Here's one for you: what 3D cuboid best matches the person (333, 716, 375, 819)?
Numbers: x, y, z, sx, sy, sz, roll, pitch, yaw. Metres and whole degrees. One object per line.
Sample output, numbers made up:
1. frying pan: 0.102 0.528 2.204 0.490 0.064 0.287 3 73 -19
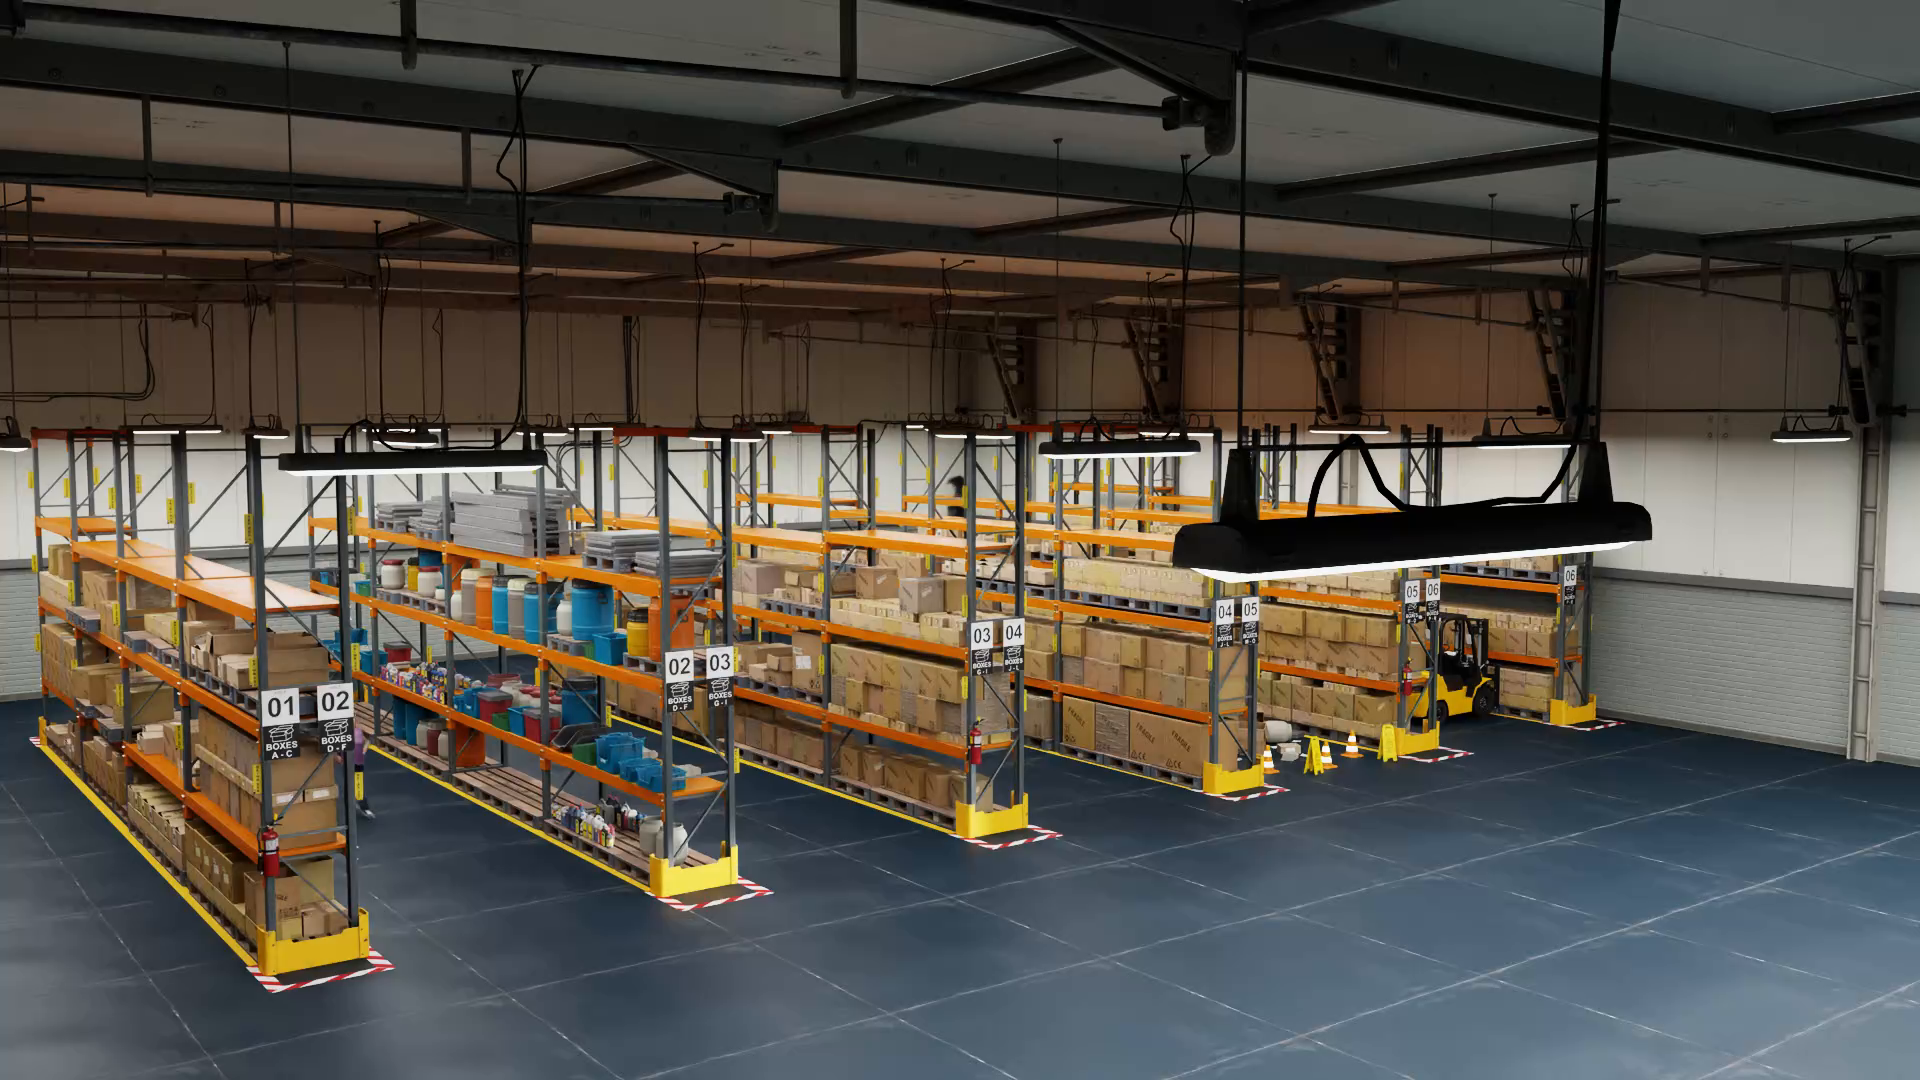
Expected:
1. person: -9.454 3.502 25.811 0.810 1.602 0.592 4 6 41
